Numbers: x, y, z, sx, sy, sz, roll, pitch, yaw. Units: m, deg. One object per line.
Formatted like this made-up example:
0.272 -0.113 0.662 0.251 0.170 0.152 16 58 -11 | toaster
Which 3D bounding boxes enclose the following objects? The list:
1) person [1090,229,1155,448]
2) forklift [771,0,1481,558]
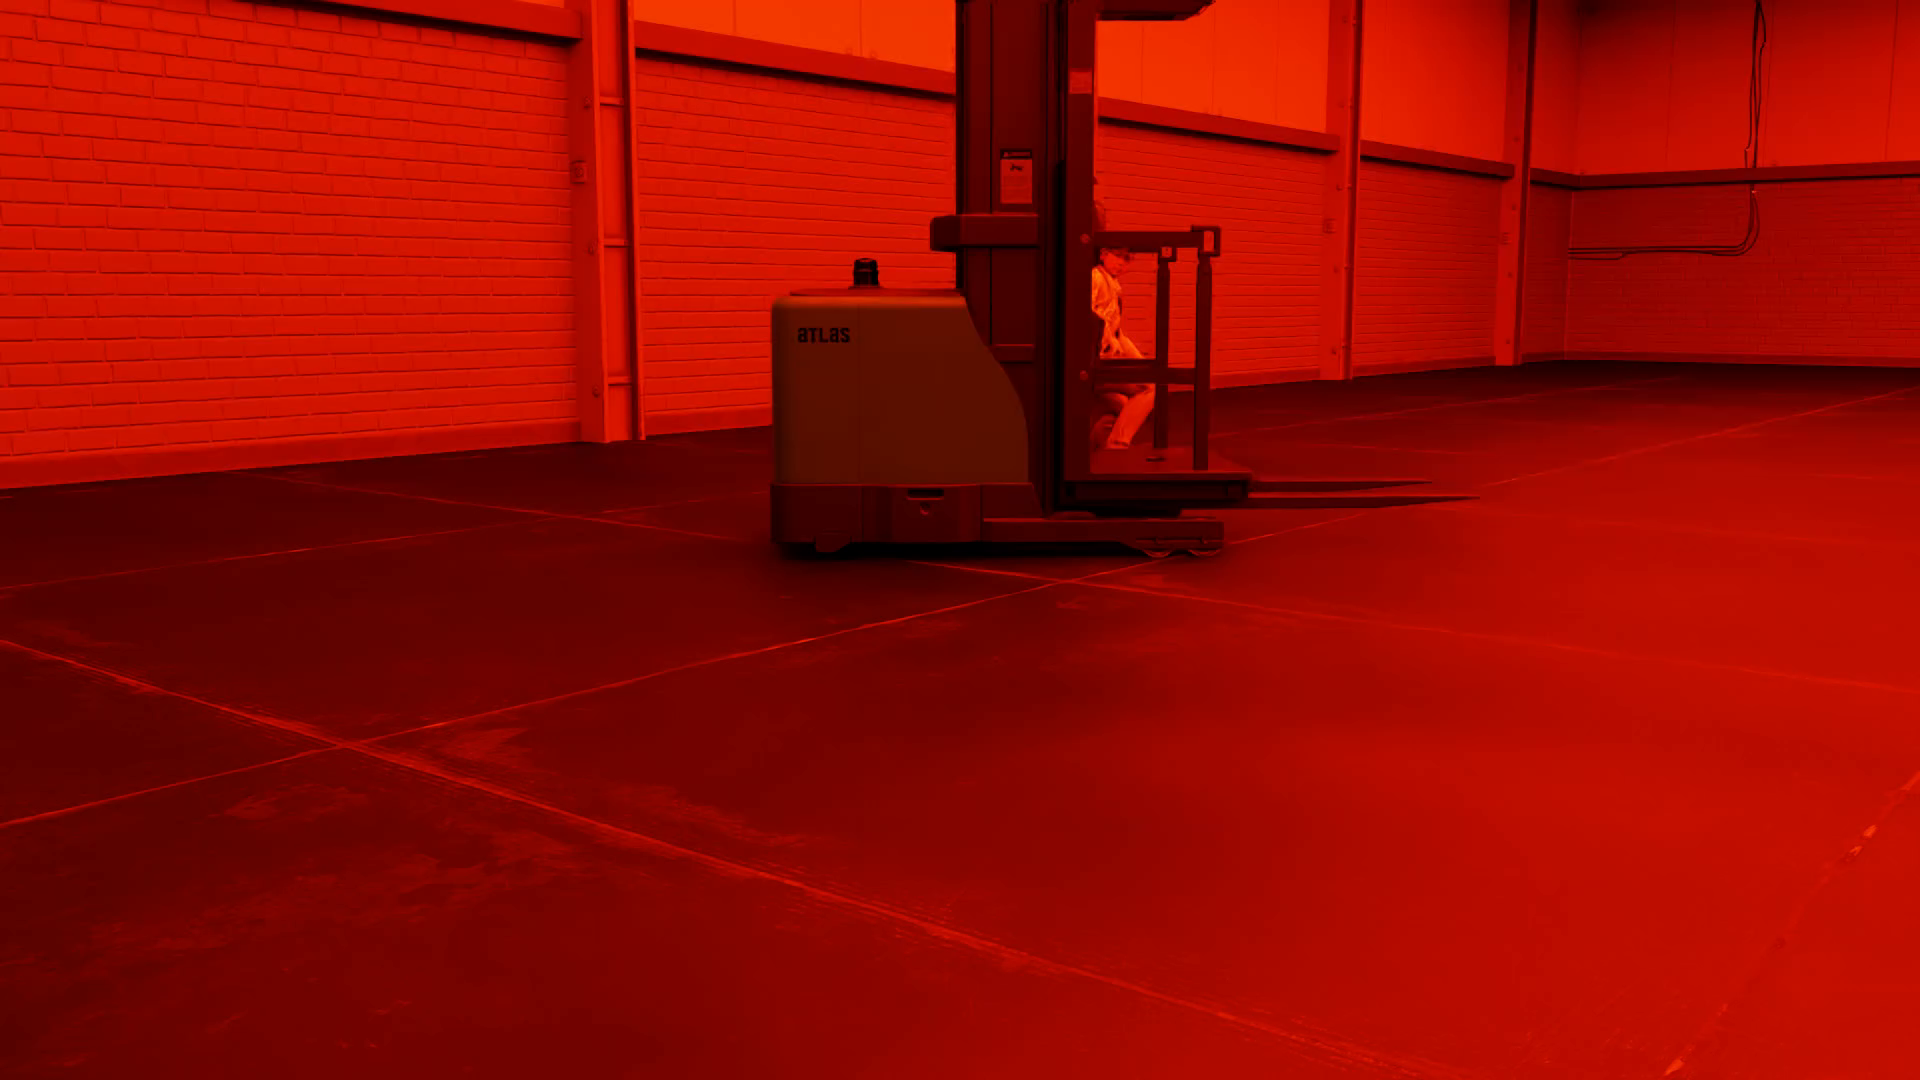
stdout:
0.842 -0.997 9.338 0.658 1.466 0.842 0 8 1 | person
0.708 -1.452 7.208 3.031 2.935 1.130 0 8 -3 | forklift
